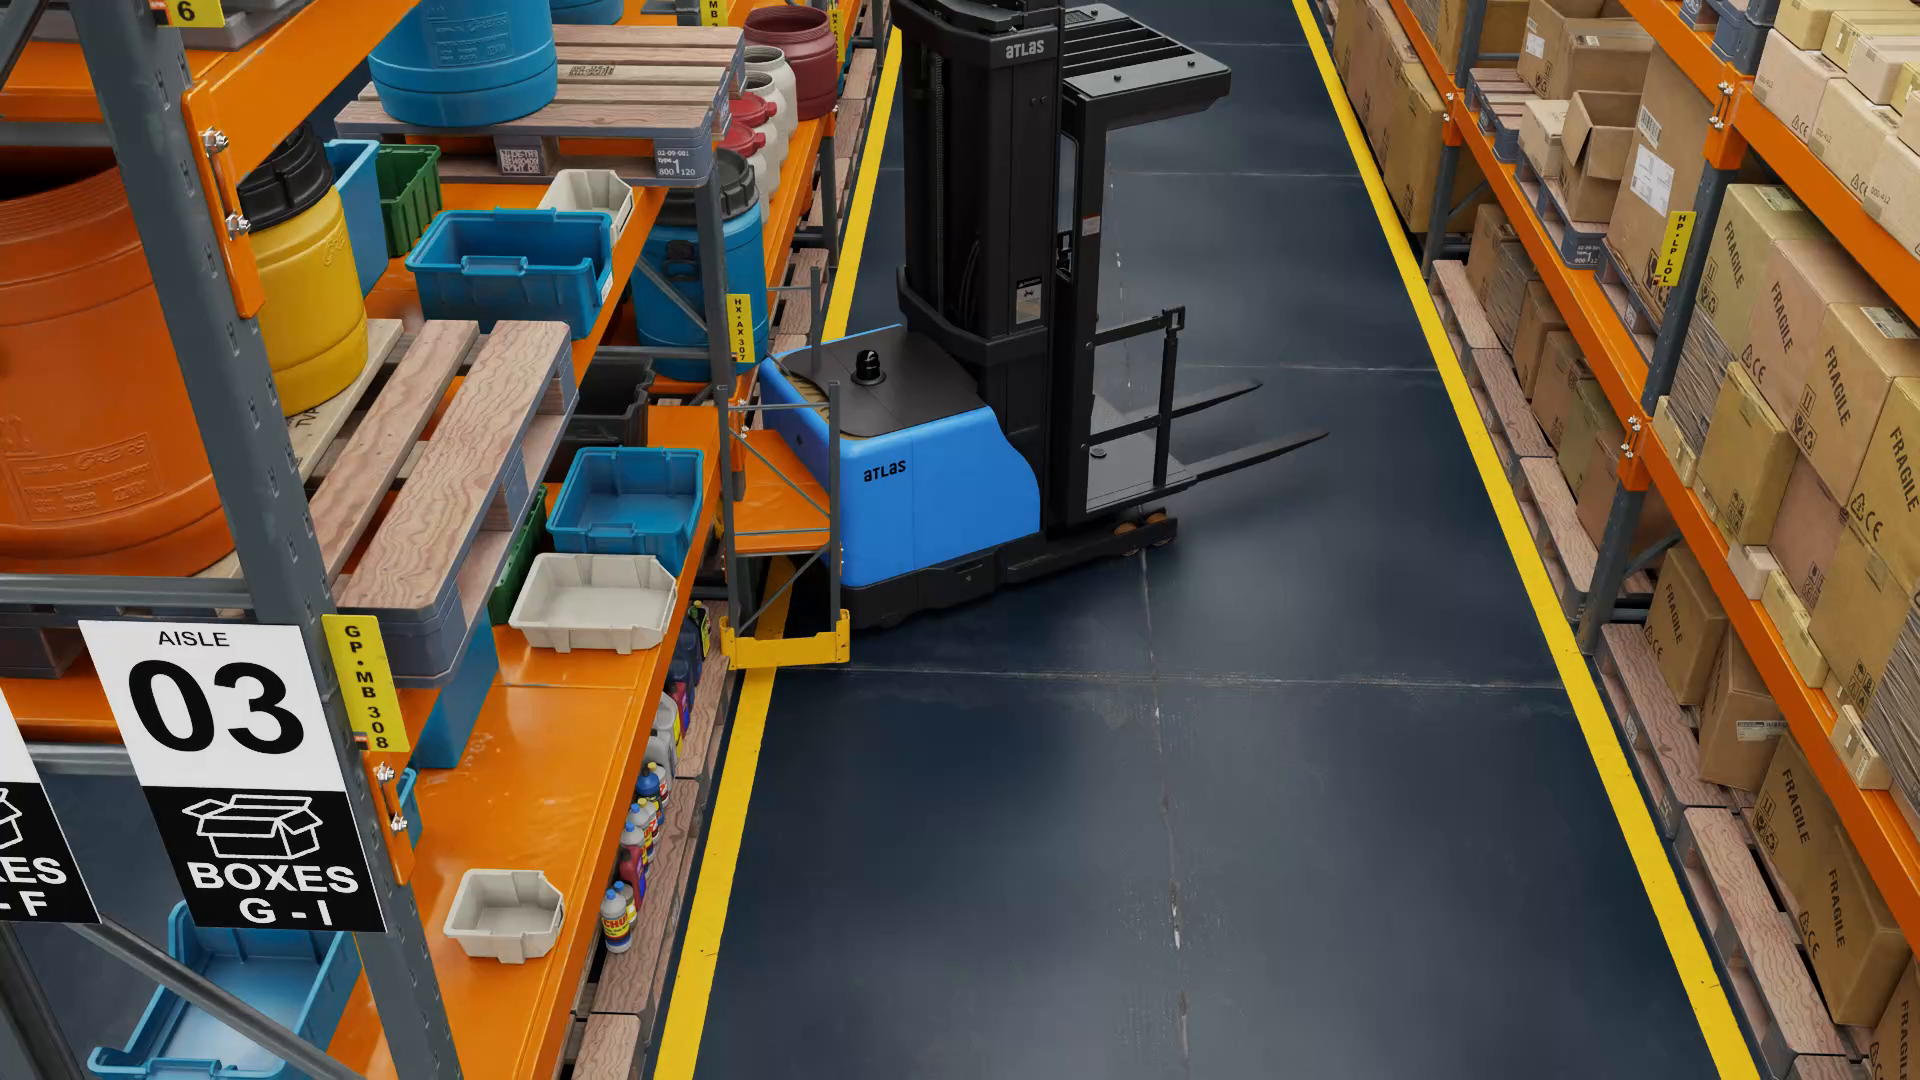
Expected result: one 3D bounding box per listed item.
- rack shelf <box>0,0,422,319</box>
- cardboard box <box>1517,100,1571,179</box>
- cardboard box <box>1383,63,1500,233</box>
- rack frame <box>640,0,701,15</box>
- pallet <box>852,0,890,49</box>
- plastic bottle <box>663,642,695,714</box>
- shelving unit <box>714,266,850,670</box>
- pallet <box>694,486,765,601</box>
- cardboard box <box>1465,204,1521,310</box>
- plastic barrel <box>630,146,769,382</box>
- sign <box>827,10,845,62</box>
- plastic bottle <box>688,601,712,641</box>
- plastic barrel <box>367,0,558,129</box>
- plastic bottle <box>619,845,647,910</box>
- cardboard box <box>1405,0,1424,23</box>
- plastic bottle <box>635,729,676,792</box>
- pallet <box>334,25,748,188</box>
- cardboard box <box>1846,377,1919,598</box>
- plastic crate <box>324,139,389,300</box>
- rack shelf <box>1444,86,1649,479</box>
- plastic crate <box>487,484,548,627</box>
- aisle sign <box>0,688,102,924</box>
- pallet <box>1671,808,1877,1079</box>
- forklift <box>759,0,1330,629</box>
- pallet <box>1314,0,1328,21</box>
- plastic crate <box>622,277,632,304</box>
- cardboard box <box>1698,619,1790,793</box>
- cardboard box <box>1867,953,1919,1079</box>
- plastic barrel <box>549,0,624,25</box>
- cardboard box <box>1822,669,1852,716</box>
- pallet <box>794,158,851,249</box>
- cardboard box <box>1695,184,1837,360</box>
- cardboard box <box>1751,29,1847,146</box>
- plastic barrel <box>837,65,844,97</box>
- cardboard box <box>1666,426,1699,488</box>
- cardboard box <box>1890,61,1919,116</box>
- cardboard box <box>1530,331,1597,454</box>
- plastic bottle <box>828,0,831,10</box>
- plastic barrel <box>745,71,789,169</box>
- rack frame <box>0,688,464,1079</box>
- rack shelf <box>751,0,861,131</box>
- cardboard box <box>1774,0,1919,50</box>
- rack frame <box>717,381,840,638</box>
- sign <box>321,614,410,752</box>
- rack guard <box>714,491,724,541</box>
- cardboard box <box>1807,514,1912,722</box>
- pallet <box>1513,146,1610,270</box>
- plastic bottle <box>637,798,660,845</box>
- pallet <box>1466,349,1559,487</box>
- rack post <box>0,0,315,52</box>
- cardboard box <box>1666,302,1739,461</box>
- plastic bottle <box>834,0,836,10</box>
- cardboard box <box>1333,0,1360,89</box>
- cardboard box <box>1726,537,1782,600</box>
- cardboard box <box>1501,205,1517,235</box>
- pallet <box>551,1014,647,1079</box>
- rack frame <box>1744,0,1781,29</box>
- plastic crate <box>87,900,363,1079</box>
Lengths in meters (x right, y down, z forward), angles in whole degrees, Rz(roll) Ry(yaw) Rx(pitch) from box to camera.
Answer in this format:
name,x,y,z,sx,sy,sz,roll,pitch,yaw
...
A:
name,x,y,z,sx,sy,sz,roll,pitch,yaw
rack shelf,-1.570,-1.660,4.205,1.077,0.370,4.000,1,35,2
cardboard box,3.323,-2.149,8.910,0.500,0.250,0.500,0,35,1
cardboard box,3.668,-2.695,11.404,1.225,0.875,0.875,0,35,0
rack frame,-1.490,-3.267,5.518,1.000,3.000,0.127,1,35,2
pallet,-1.178,-4.691,15.188,1.003,0.211,1.213,1,35,2
plastic bottle,-1.235,0.578,7.186,0.144,0.351,0.185,0,35,0
shelving unit,-0.849,-0.340,7.655,0.587,1.500,1.083,-3,37,-8
pallet,-1.497,-0.124,8.688,1.003,0.211,1.213,1,35,2
cardboard box,3.613,-1.768,10.394,0.700,0.500,0.500,0,35,-1
plastic barrel,-1.172,-1.233,7.405,0.600,0.901,0.708,1,35,2
sign,-0.779,-3.169,10.454,0.100,0.325,0.005,1,35,2
plastic bottle,-1.193,0.368,7.615,0.097,0.201,0.097,0,35,0
plastic barrel,-1.637,-1.847,5.306,0.600,0.901,0.708,1,35,2
plastic bottle,-1.239,1.253,6.284,0.061,0.283,0.133,2,35,3
cardboard box,3.435,-3.911,11.565,0.500,0.500,0.500,0,35,0
plastic bottle,-1.259,0.887,6.810,0.152,0.276,0.135,2,35,3
pallet,-1.421,-1.546,5.842,1.213,0.211,1.003,1,35,2
cardboard box,3.139,-0.155,5.093,0.500,0.500,0.500,1,35,2
plastic crate,-1.875,-0.838,4.684,0.392,0.384,0.575,1,35,2
rack shelf,3.539,-1.553,8.922,1.077,0.370,4.000,1,35,2
plastic crate,-1.826,0.047,6.204,0.450,0.188,0.662,1,35,2
aisle sign,-1.950,0.456,3.177,0.394,0.787,0.004,1,35,2
pallet,3.421,1.532,6.332,1.003,0.211,1.213,1,35,2
forklift,0.549,-1.369,8.094,3.031,2.935,1.130,-17,39,-23
pallet,3.935,-5.292,16.041,1.003,0.211,1.213,1,35,2
plastic crate,-1.756,-1.447,8.160,0.392,0.384,0.575,1,35,2
cardboard box,3.388,0.711,6.884,0.500,0.500,0.500,12,37,17
cardboard box,3.330,1.748,5.408,0.500,0.500,0.500,10,36,14
plastic barrel,-1.686,-2.542,6.660,0.600,0.901,0.708,1,35,2
cardboard box,3.138,0.528,5.554,0.380,0.149,0.250,1,35,2
pallet,-1.339,-2.424,11.961,1.003,0.211,1.213,1,35,2
cardboard box,3.187,-1.017,6.319,0.500,0.500,0.500,1,35,2
cardboard box,3.185,-1.612,5.902,0.500,0.250,0.500,0,35,0
plastic barrel,-1.236,-4.003,13.243,0.600,0.901,0.708,1,35,2
cardboard box,3.127,-0.336,6.783,0.380,0.149,0.250,1,35,2
cardboard box,3.197,-1.396,5.248,0.380,0.149,0.250,2,35,3
cardboard box,3.565,-0.803,9.021,0.700,0.500,0.500,-2,35,-2
plastic bottle,-0.919,-3.646,11.376,0.061,0.283,0.133,1,35,2
plastic barrel,-1.174,-2.319,9.289,0.421,0.512,0.421,0,35,0
rack frame,-1.651,1.485,3.973,1.000,3.000,0.127,1,35,2
rack shelf,-1.249,-3.966,12.355,1.077,0.370,4.000,1,35,2
cardboard box,3.138,-1.848,5.891,0.380,0.149,0.250,0,35,1
rack frame,-0.774,-0.032,7.246,0.500,1.500,0.032,-3,37,-8
sign,-1.101,0.270,3.087,0.100,0.325,0.005,1,35,2
rack guard,-0.947,-0.136,8.421,0.587,0.250,0.087,-3,37,-8
cardboard box,3.343,0.259,5.373,0.875,0.500,0.500,1,35,2
pallet,3.581,-1.780,8.786,1.003,0.211,1.213,1,35,2
plastic bottle,-1.245,1.105,6.566,0.097,0.201,0.097,0,35,0
pallet,3.535,-0.708,9.519,1.003,0.211,1.213,1,35,2
rack post,-1.493,-1.196,3.006,0.937,0.300,0.954,5,35,7
cardboard box,3.379,-0.604,6.600,0.875,0.500,0.500,1,35,2
plastic bottle,-0.924,-3.840,11.663,0.097,0.271,0.097,0,35,0
cardboard box,3.775,-4.229,13.587,1.225,0.875,0.875,1,35,2
cardboard box,3.093,0.095,6.170,0.380,0.149,0.250,1,35,2
cardboard box,3.623,-2.075,10.178,0.500,0.250,0.500,3,35,4
pallet,-1.657,2.115,5.503,1.003,0.211,1.213,1,35,2
rack frame,3.459,-3.153,5.356,1.000,3.000,0.127,1,35,2
plastic crate,-1.929,1.252,4.435,0.499,0.251,0.616,1,35,2
